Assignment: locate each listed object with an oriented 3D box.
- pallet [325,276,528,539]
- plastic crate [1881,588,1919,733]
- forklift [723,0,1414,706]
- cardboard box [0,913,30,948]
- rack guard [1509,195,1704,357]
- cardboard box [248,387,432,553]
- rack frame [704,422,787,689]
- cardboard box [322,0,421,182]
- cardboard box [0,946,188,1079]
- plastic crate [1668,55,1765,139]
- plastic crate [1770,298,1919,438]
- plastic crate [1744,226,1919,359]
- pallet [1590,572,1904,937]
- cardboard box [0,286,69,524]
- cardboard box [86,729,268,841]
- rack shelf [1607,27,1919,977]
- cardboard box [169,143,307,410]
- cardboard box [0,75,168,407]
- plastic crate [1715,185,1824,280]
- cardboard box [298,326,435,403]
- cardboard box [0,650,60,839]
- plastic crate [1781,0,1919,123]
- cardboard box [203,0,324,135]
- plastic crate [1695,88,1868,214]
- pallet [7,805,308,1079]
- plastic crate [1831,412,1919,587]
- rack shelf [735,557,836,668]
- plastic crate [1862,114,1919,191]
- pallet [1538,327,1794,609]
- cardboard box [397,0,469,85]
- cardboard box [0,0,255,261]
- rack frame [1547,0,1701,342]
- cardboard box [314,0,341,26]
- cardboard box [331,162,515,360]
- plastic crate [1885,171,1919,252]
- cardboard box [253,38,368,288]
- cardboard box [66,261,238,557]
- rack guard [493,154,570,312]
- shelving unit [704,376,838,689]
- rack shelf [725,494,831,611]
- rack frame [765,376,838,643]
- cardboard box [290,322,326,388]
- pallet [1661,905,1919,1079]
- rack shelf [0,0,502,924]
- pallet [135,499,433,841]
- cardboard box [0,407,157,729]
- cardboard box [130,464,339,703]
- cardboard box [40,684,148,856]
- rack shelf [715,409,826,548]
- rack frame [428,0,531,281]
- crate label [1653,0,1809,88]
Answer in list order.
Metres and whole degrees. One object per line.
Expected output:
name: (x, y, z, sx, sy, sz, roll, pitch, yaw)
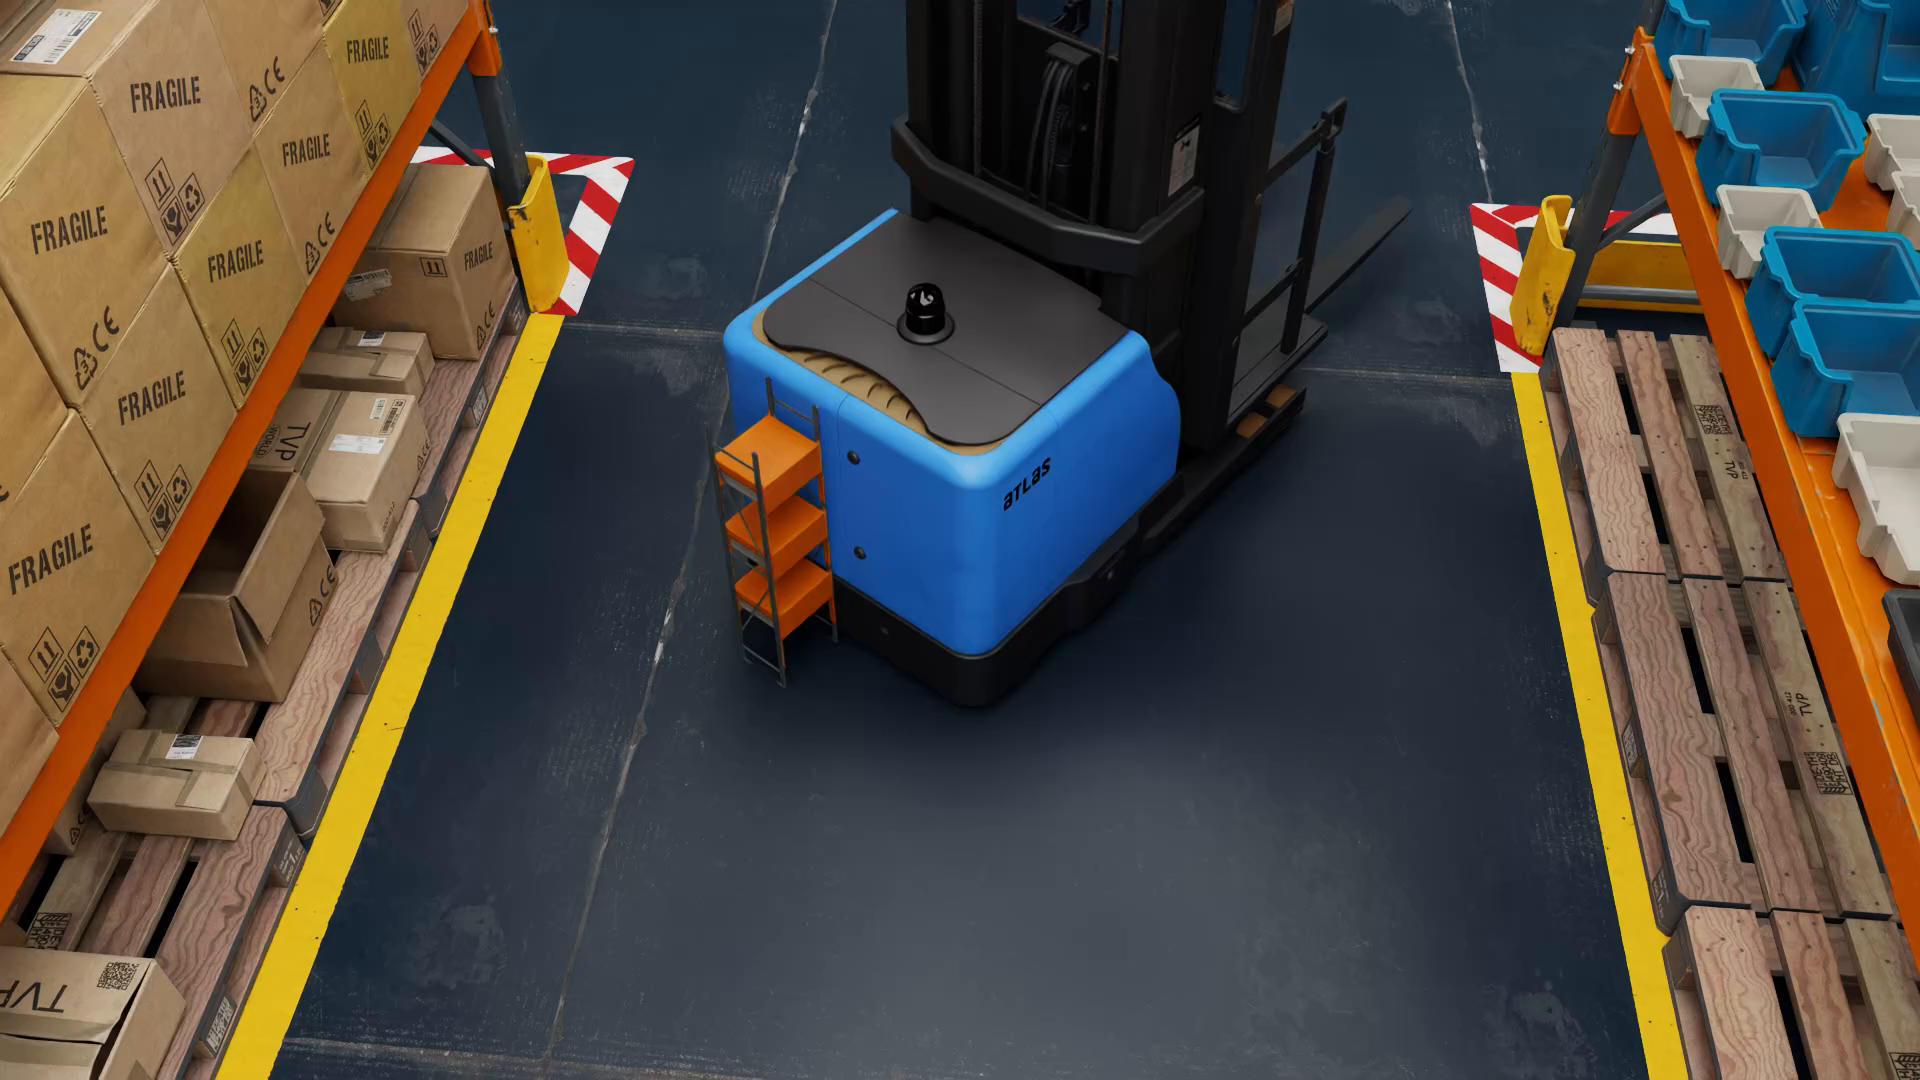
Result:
pallet: (-2.250, -0.546, 6.107, 1.003, 0.211, 1.213, 4, 48, 4)
plastic crate: (2.231, 0.378, 3.517, 0.437, 0.125, 0.590, 4, 48, 4)
forklift: (0.610, -1.498, 5.134, 1.130, 2.935, 3.031, 31, 55, 25)
cardboard box: (-2.767, 1.067, 4.137, 0.500, 0.500, 0.500, 4, 48, 4)
rack guard: (2.750, -0.968, 6.297, 1.175, 0.500, 0.348, 4, 48, 4)
cardboard box: (-2.092, -0.238, 5.500, 0.500, 0.250, 0.500, 4, 48, 4)
rack frame: (-0.633, 0.074, 4.971, 0.200, 1.050, 0.008, 31, 55, 25)
cardboard box: (-1.985, -1.434, 4.961, 0.500, 0.500, 0.500, 4, 48, 4)
cardboard box: (-2.282, 1.275, 4.075, 0.500, 0.311, 0.500, 4, 48, 4)
plastic crate: (2.299, -1.335, 5.077, 0.250, 0.136, 0.298, 4, 48, 4)
plastic crate: (2.263, -0.410, 4.165, 0.416, 0.233, 0.300, 4, 48, 4)
plastic crate: (2.291, -0.630, 4.367, 0.416, 0.233, 0.300, 4, 48, 4)
pallet: (2.533, 0.645, 5.017, 1.003, 0.211, 1.213, 4, 48, 4)
cardboard box: (-2.166, -0.268, 3.217, 0.500, 0.500, 0.500, 3, 48, 2)
cardboard box: (-2.213, 0.687, 4.710, 0.380, 0.166, 0.250, 4, 48, 4)
rack shelf: (2.579, -0.081, 4.279, 1.077, 0.370, 4.000, 4, 48, 4)
cardboard box: (-2.082, -0.698, 4.288, 0.500, 0.500, 0.500, 3, 48, 3)
cardboard box: (-2.119, -0.645, 3.562, 0.500, 0.500, 0.500, 3, 48, 2)
plastic crate: (2.237, -0.837, 4.621, 0.250, 0.136, 0.298, 4, 48, 4)
cardboard box: (-2.102, -0.614, 5.901, 0.380, 0.166, 0.250, 4, 48, 4)
cardboard box: (-2.218, 0.420, 3.265, 0.500, 0.500, 0.500, 5, 48, 5)
plastic crate: (2.916, -1.567, 5.086, 0.616, 0.435, 0.499, 4, 48, 4)
cardboard box: (-2.026, -1.402, 4.255, 0.500, 0.500, 0.500, 5, 48, 5)
plastic crate: (2.351, -1.114, 4.809, 0.416, 0.233, 0.300, 4, 48, 4)
pallet: (-2.472, 1.246, 4.467, 1.003, 0.211, 1.213, 4, 48, 4)
plastic crate: (2.256, -0.085, 3.933, 0.293, 0.136, 0.466, 4, 48, 4)
rack shelf: (-0.555, 0.199, 5.247, 0.215, 0.259, 0.240, 31, 55, 25)
plastic crate: (2.867, -1.113, 4.874, 0.396, 0.136, 0.243, 4, 48, 4)
pallet: (2.647, -0.249, 5.835, 1.003, 0.211, 1.213, 4, 48, 4)
cardboard box: (-1.941, -1.816, 5.310, 0.500, 0.500, 0.500, 5, 48, 5)
cardboard box: (-2.073, -1.025, 3.909, 0.500, 0.500, 0.500, 5, 48, 5)
rack frame: (2.761, -1.794, 5.358, 1.000, 3.000, 0.127, 4, 48, 4)
cardboard box: (-1.983, -1.784, 4.603, 0.500, 0.500, 0.500, 5, 48, 5)
cardboard box: (-1.976, -1.018, 6.044, 0.500, 0.500, 0.500, 4, 48, 4)
plastic crate: (2.826, -0.901, 4.680, 0.396, 0.136, 0.243, 4, 48, 4)
cardboard box: (-2.036, -1.068, 4.626, 0.500, 0.500, 0.500, 4, 48, 4)
cardboard box: (-2.127, -0.324, 3.946, 0.500, 0.500, 0.500, 4, 48, 3)
rack guard: (-2.178, -1.230, 6.536, 1.175, 0.500, 0.348, 4, 48, 4)
shelving unit: (-0.555, 0.004, 5.035, 0.215, 1.050, 0.252, 31, 55, 25)
rack shelf: (-0.555, 0.012, 5.042, 0.215, 0.259, 0.240, 31, 55, 25)
rack frame: (-0.478, -0.065, 5.098, 0.200, 1.050, 0.008, 31, 55, 25)
cardboard box: (-2.549, -0.602, 5.833, 0.500, 0.250, 0.500, 4, 48, 4)
pallet: (2.425, 1.544, 4.195, 1.003, 0.211, 1.213, 4, 48, 4)
rack shelf: (-2.354, -0.417, 4.586, 1.077, 0.370, 4.000, 4, 48, 4)
pallet: (-2.364, 0.348, 5.289, 1.003, 0.211, 1.213, 4, 48, 4)
cardboard box: (-2.175, 0.043, 3.610, 0.500, 0.500, 0.500, 5, 48, 4)
cardboard box: (-2.370, 0.123, 4.998, 0.797, 0.503, 0.637, 4, 48, 4)
cardboard box: (-2.698, 0.580, 4.711, 0.500, 0.311, 0.500, 4, 48, 4)
rack shelf: (-0.555, -0.180, 4.833, 0.215, 0.259, 0.240, 31, 55, 25)
rack frame: (-2.172, -2.129, 5.665, 1.000, 3.000, 0.127, 4, 48, 4)
crate label: (2.411, -1.598, 5.252, 0.416, 0.233, 0.303, 4, 48, 4)
